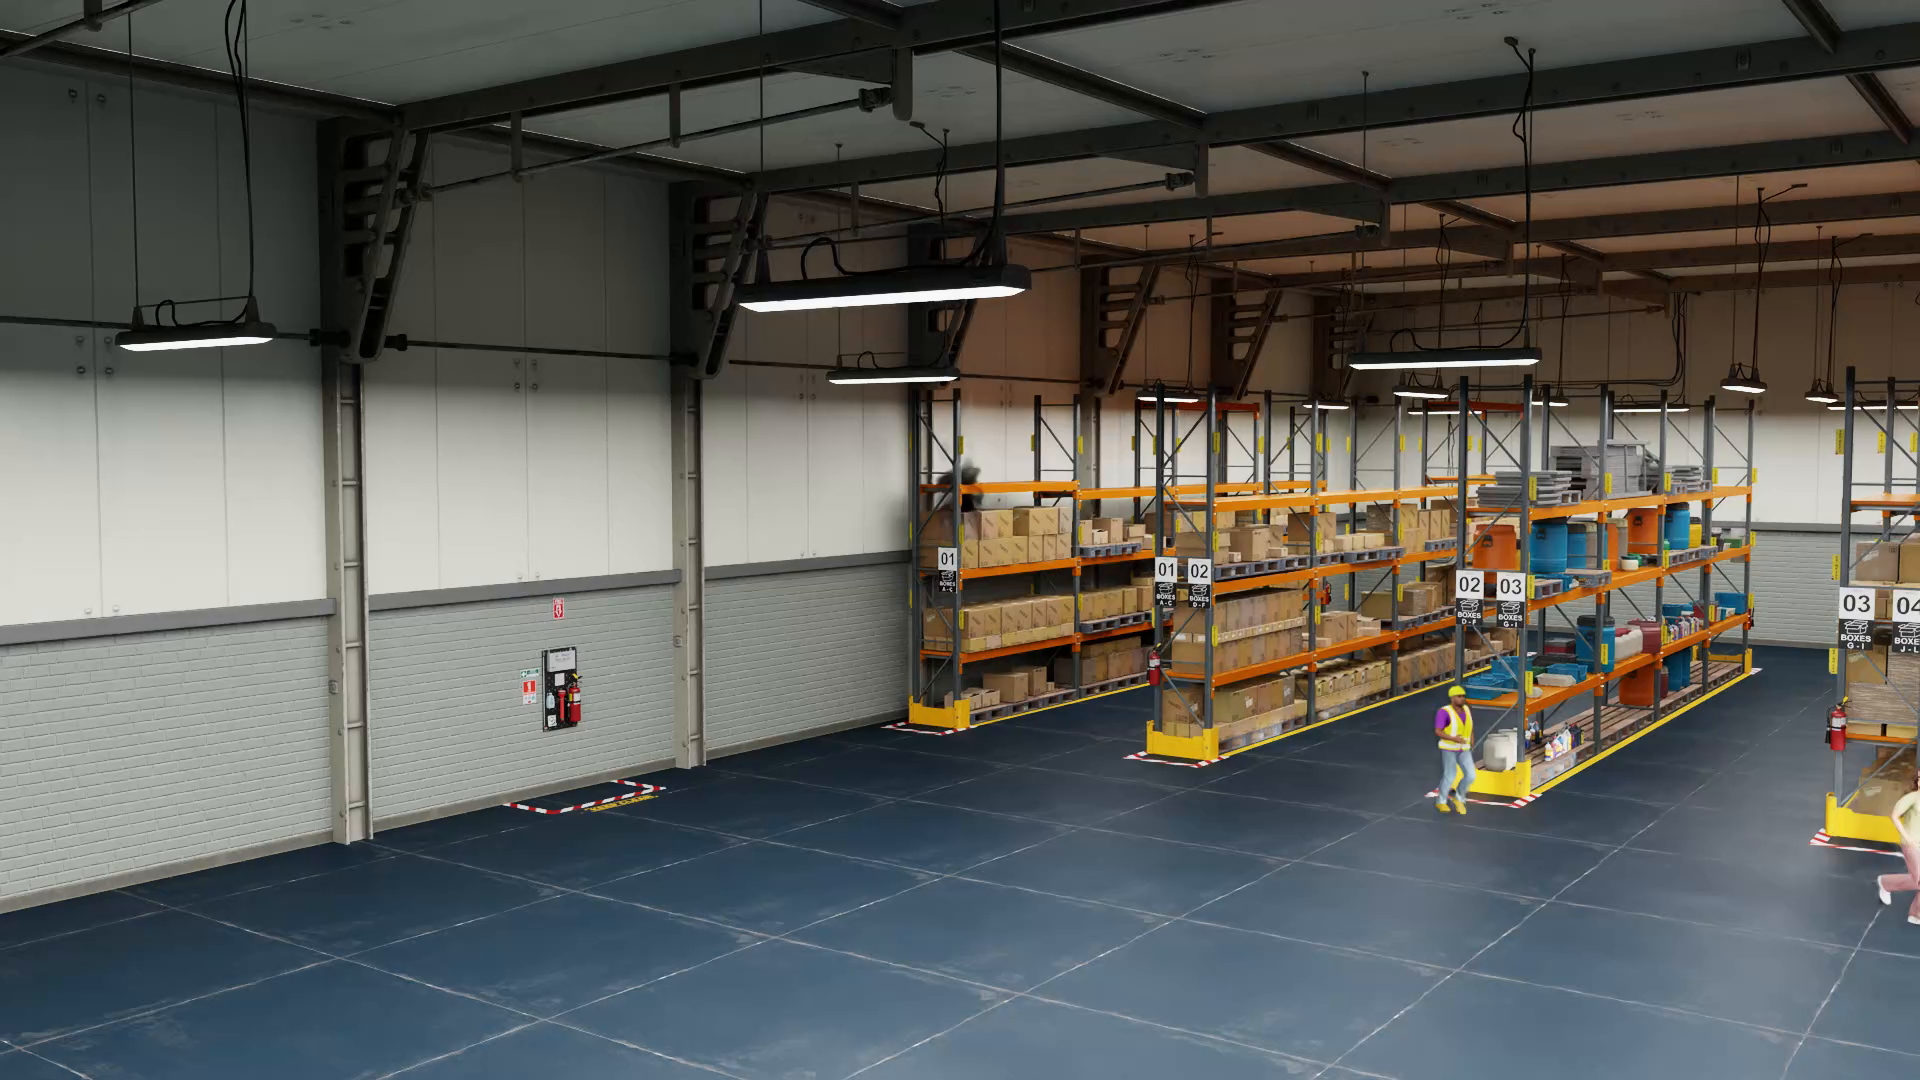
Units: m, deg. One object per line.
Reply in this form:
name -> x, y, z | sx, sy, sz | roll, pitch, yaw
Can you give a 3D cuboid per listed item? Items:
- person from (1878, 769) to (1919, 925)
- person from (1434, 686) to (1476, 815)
person -> 10.012, 3.201, 17.461 | 0.602, 1.637, 0.672 | -2, 4, -26
person -> 6.737, 2.855, 22.482 | 0.725, 1.779, 0.692 | -1, 3, -18
